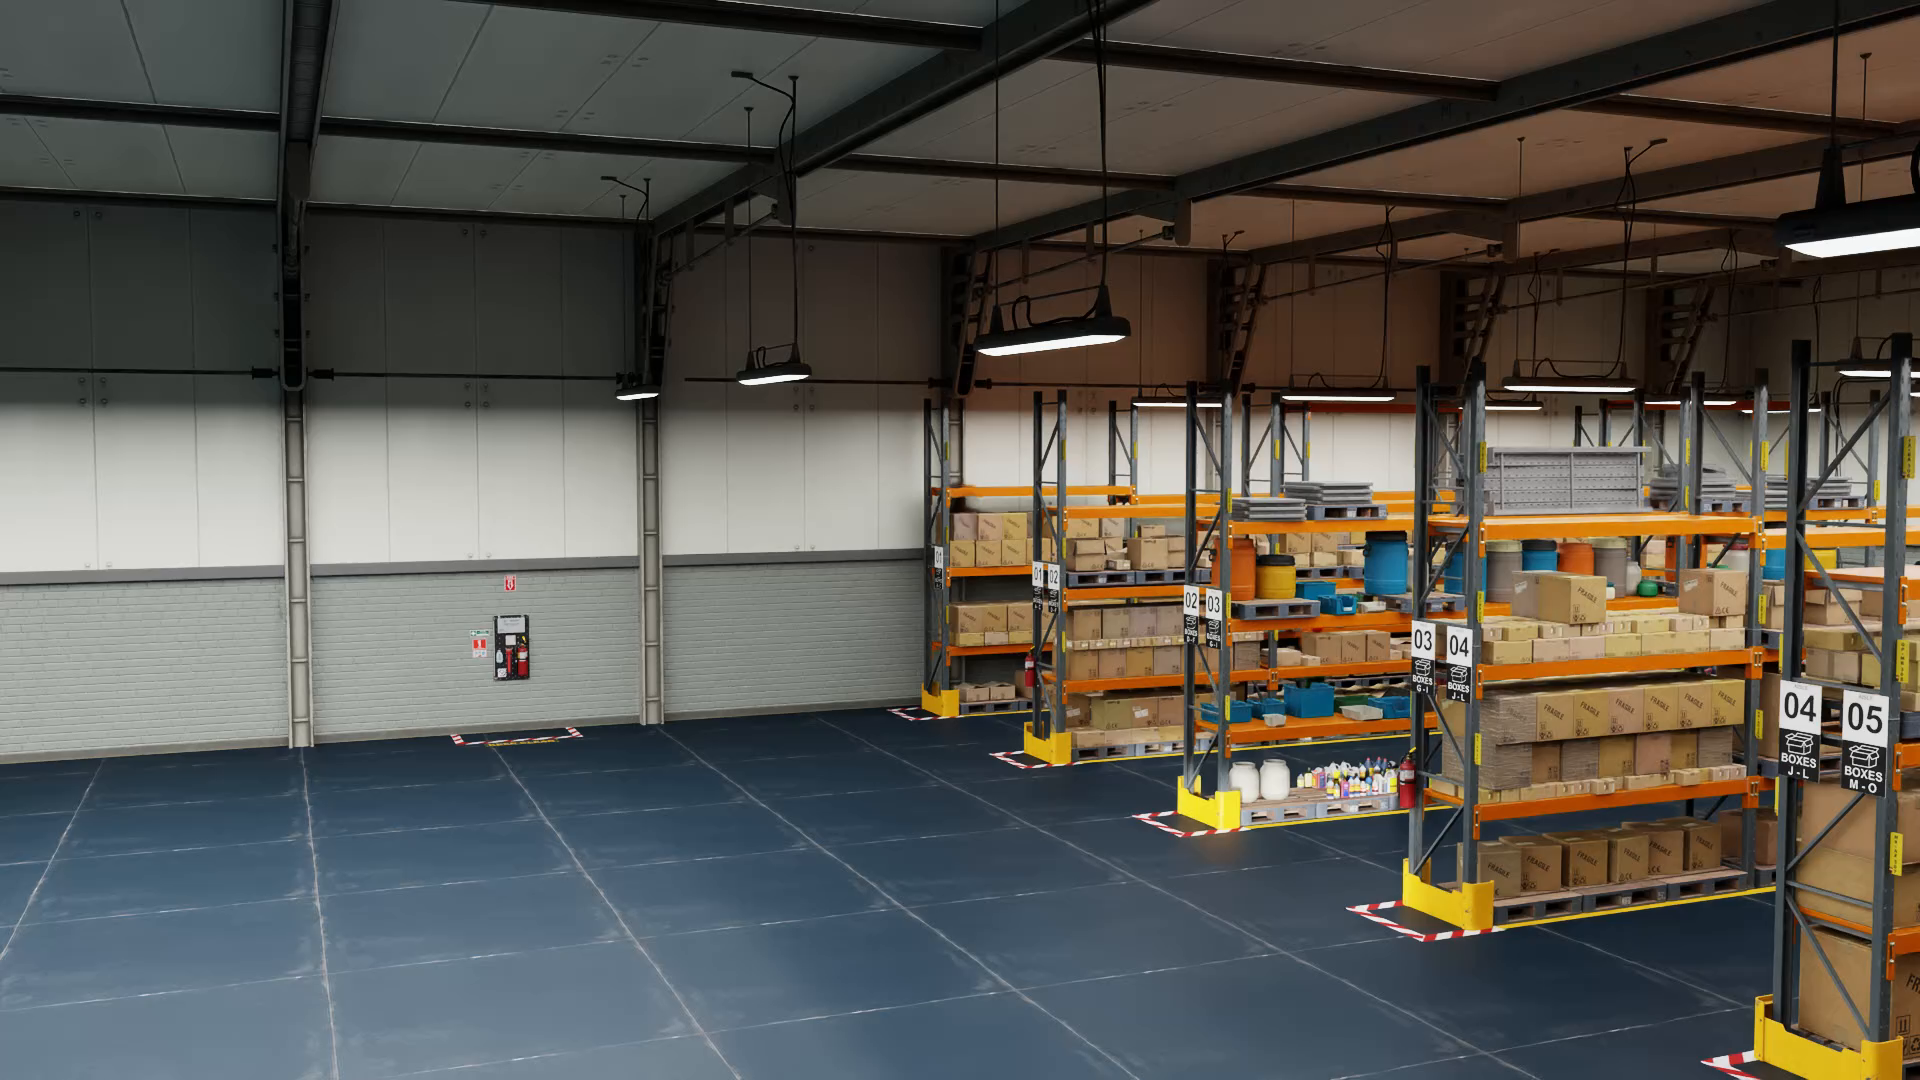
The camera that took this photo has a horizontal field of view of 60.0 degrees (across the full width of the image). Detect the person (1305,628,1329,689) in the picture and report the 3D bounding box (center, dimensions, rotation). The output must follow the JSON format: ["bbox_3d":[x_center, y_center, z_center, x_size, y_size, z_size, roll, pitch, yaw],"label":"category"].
[{"bbox_3d":[6.642,2.435,31.051,0.640,1.797,0.354,-2,4,-32],"label":"person"}]
